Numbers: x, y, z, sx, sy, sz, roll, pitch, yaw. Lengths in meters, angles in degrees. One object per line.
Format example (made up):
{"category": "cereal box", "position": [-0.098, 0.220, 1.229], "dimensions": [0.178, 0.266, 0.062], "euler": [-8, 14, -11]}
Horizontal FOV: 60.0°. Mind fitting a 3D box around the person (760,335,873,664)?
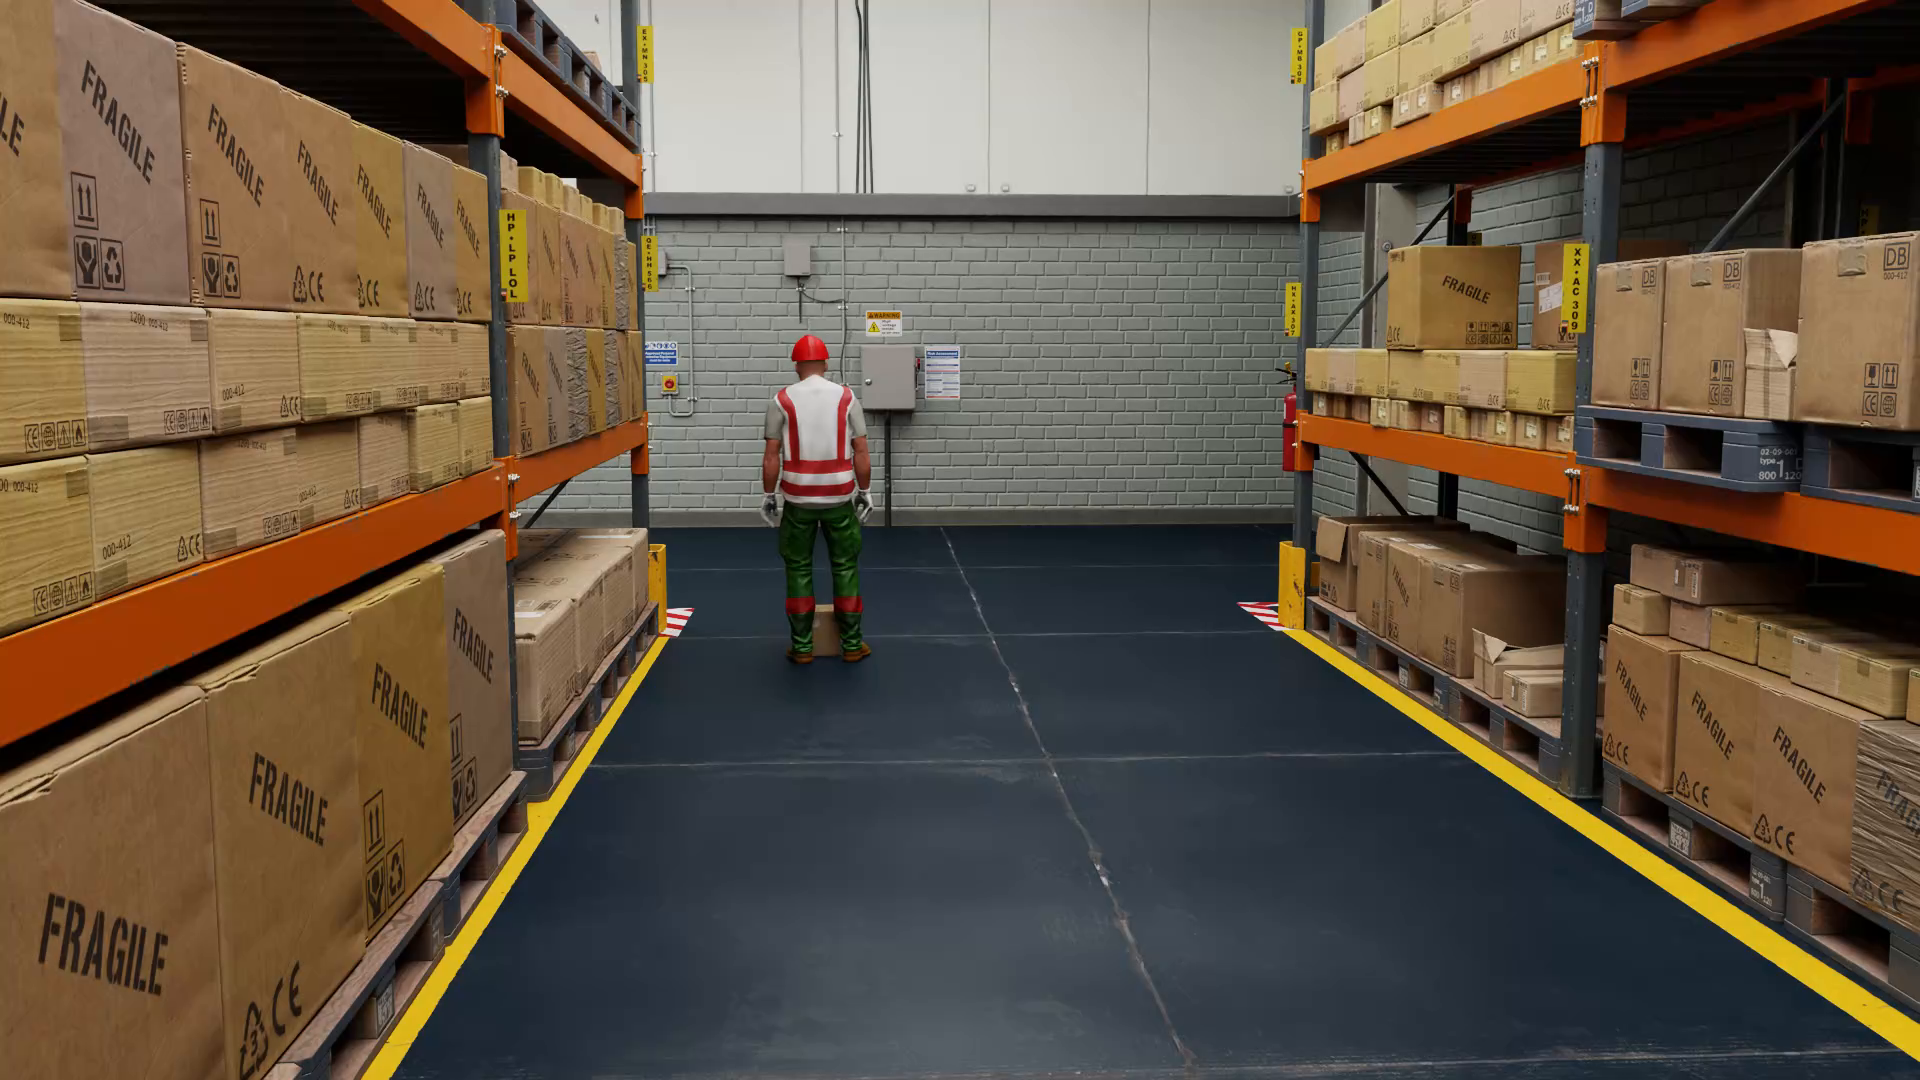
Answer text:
{"category": "person", "position": [-0.780, -0.223, 9.059], "dimensions": [0.619, 1.779, 0.450], "euler": [-1, 7, -9]}
